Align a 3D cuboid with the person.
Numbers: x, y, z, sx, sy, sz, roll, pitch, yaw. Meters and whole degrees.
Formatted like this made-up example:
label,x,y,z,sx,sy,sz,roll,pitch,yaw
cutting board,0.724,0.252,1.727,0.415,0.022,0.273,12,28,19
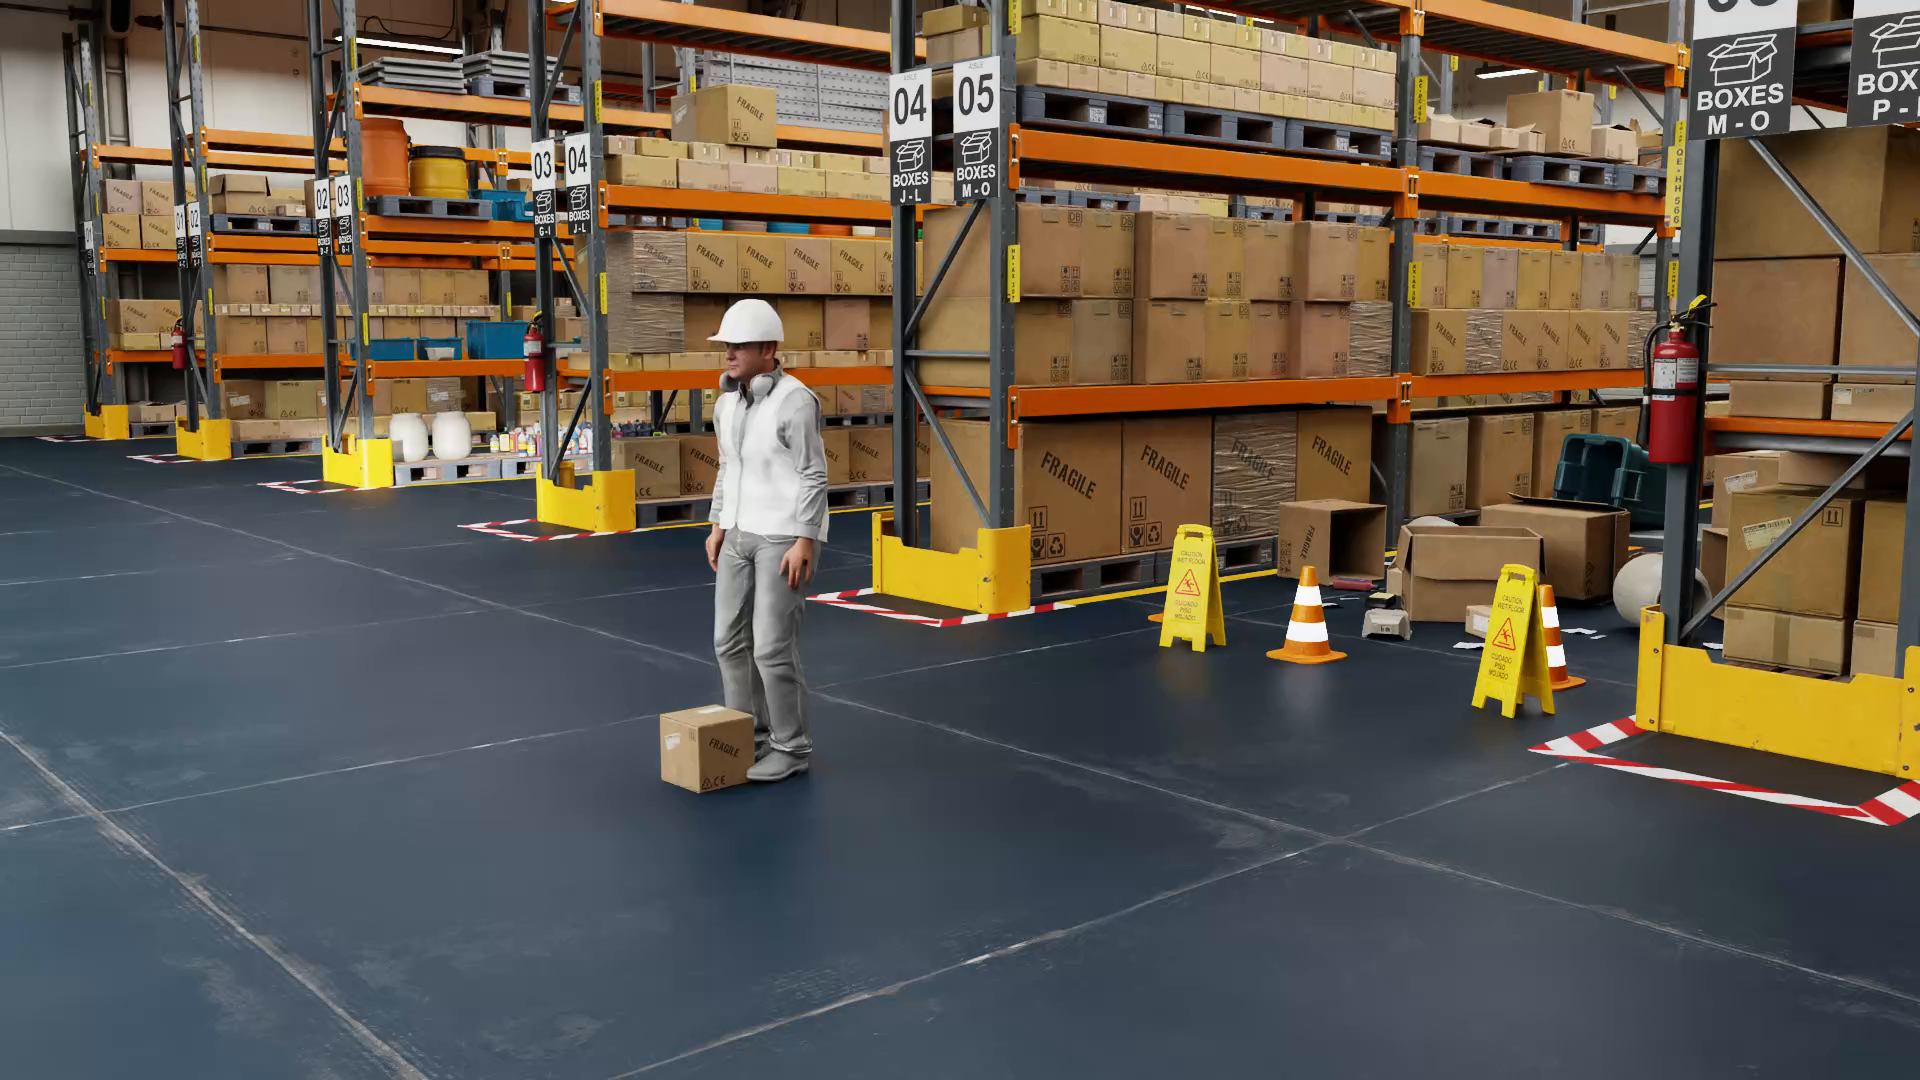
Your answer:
label,x,y,z,sx,sy,sz,roll,pitch,yaw
person,-0.737,-0.007,6.231,0.463,1.770,0.585,-7,10,-44
